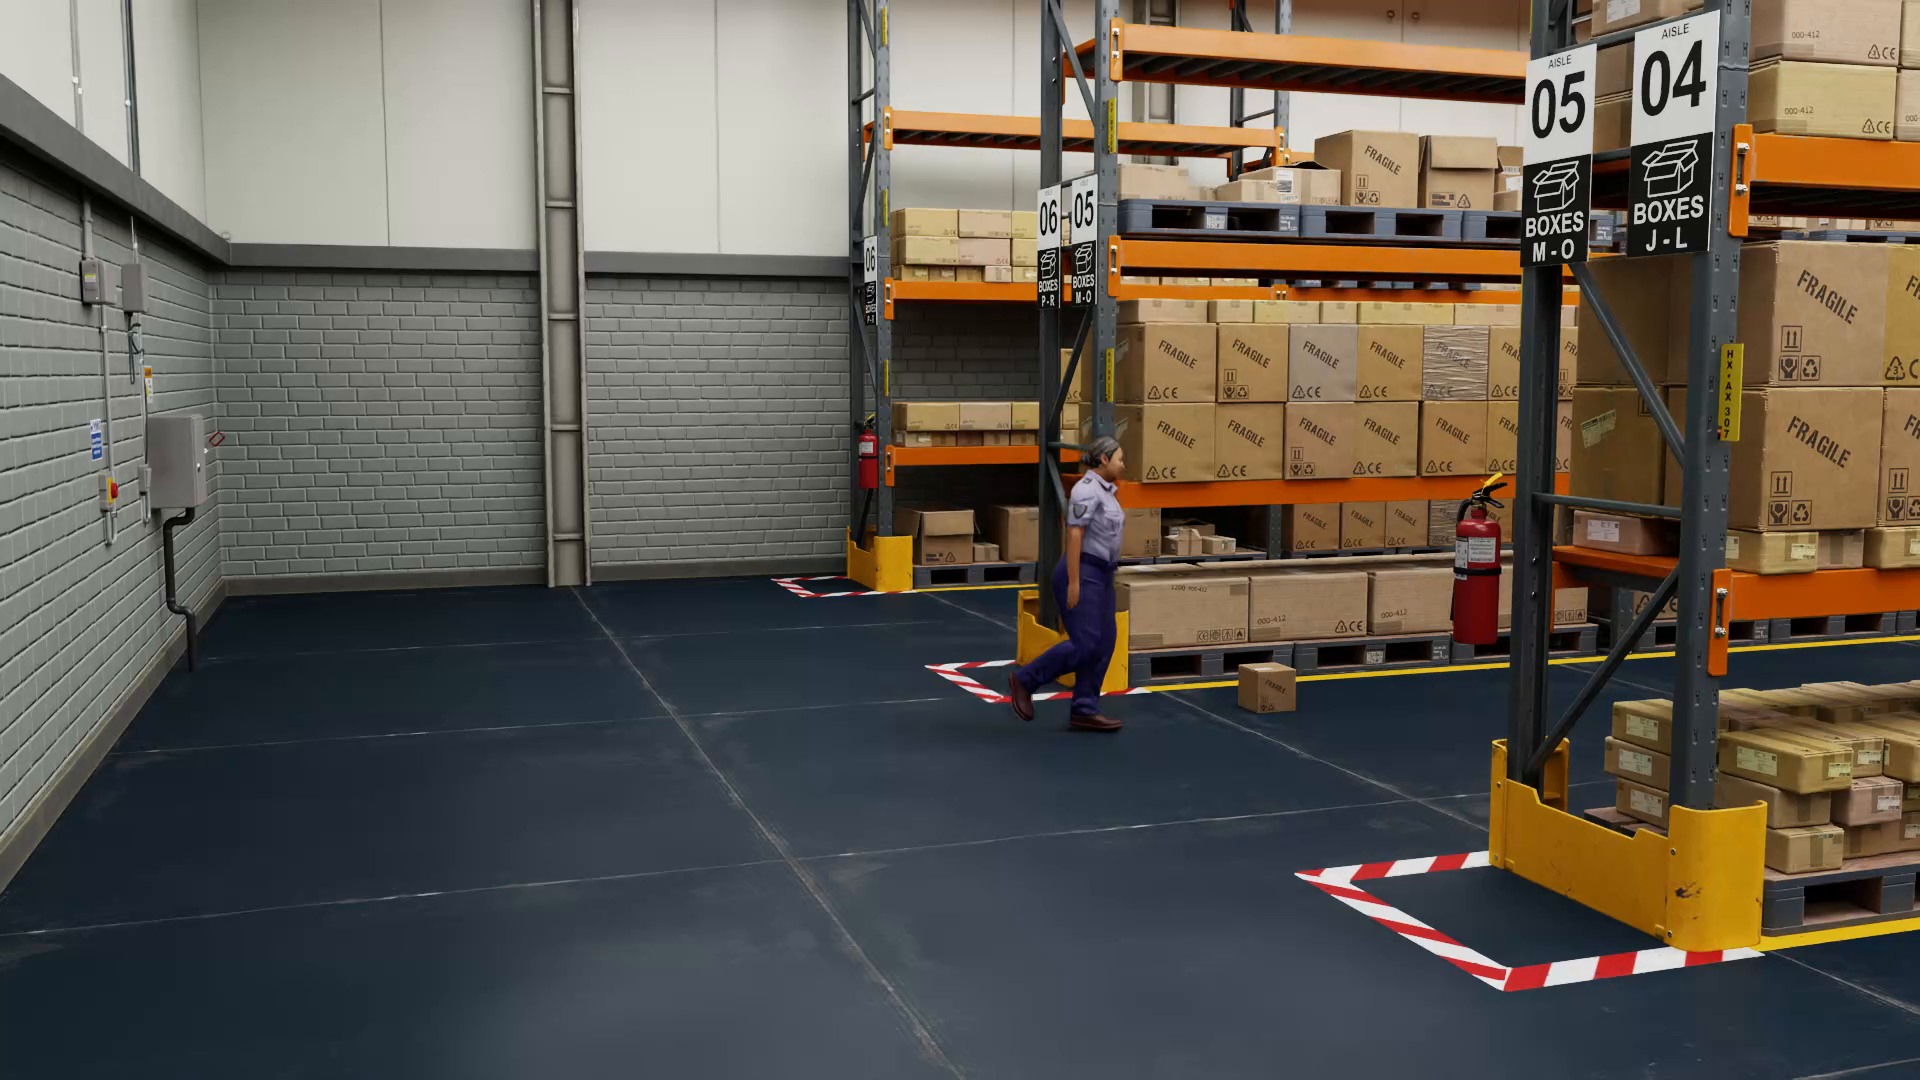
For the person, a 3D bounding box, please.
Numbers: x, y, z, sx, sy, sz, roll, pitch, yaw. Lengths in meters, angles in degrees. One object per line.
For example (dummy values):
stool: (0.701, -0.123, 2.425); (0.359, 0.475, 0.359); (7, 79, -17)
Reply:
person: (0.609, 0.236, 9.266); (0.611, 1.625, 0.548); (2, 6, 19)
